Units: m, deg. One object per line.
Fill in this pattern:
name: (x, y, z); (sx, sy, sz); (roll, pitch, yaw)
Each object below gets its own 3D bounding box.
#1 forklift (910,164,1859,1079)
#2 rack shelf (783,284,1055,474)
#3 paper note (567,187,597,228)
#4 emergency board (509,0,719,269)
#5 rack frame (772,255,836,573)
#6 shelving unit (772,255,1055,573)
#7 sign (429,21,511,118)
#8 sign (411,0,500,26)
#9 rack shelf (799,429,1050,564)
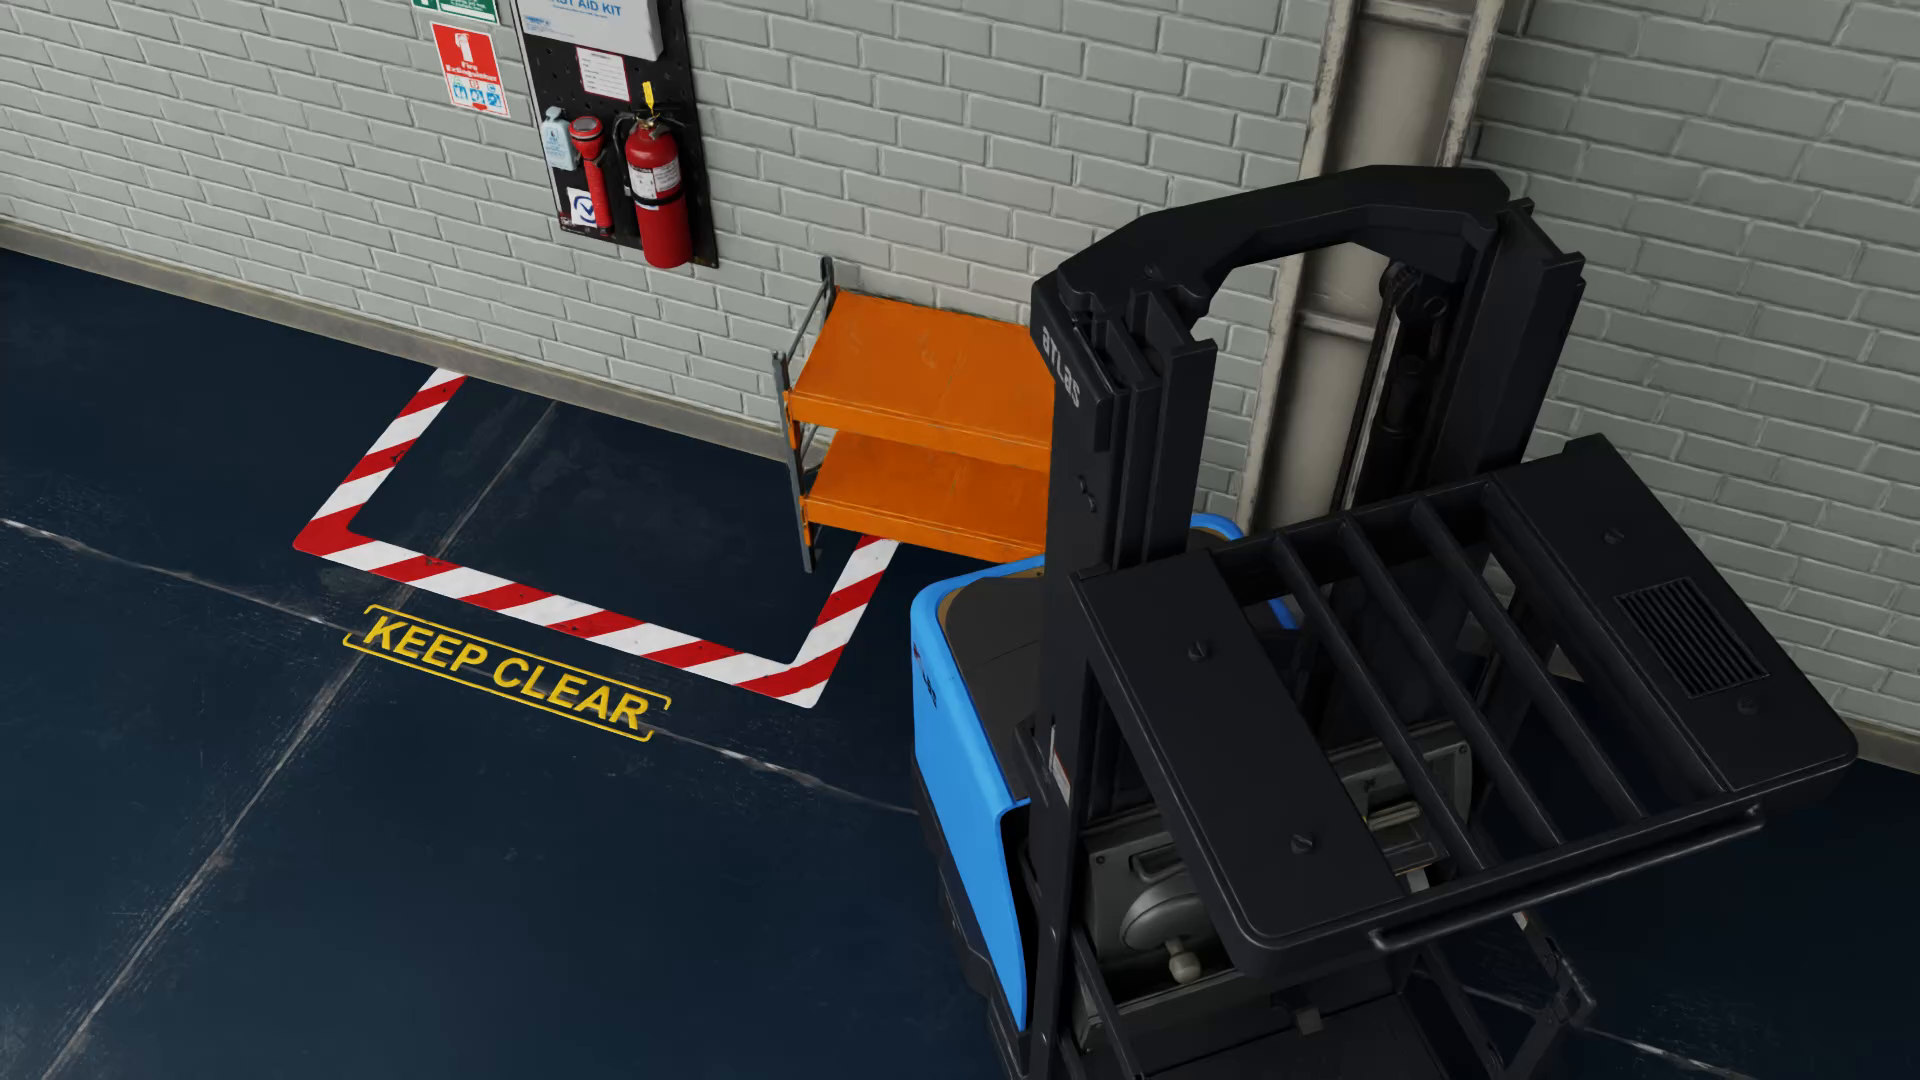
forklift: (0.797, 0.819, 3.601); (1.130, 2.935, 3.031); (-14, 51, -12)
rack shelf: (-0.018, -0.485, 5.522); (1.000, 0.278, 0.538); (12, 54, 11)
paper note: (-1.312, -1.164, 5.856); (0.142, 0.148, 0.016); (16, 51, 13)
emergency board: (-1.170, -1.357, 5.441); (0.643, 1.169, 0.194); (16, 51, 13)
rack frame: (-0.500, -0.413, 5.849); (0.032, 1.125, 0.500); (12, 54, 11)
shelving unit: (-0.012, -0.306, 5.753); (1.048, 1.125, 0.538); (12, 54, 11)
sign: (-1.653, -1.586, 5.616); (0.234, 0.329, 0.001); (16, 51, 13)
sign: (-1.652, -1.752, 5.410); (0.331, 0.109, 0.001); (16, 51, 13)
rack shelf: (-0.007, -0.156, 5.947); (1.000, 0.278, 0.538); (12, 54, 11)
